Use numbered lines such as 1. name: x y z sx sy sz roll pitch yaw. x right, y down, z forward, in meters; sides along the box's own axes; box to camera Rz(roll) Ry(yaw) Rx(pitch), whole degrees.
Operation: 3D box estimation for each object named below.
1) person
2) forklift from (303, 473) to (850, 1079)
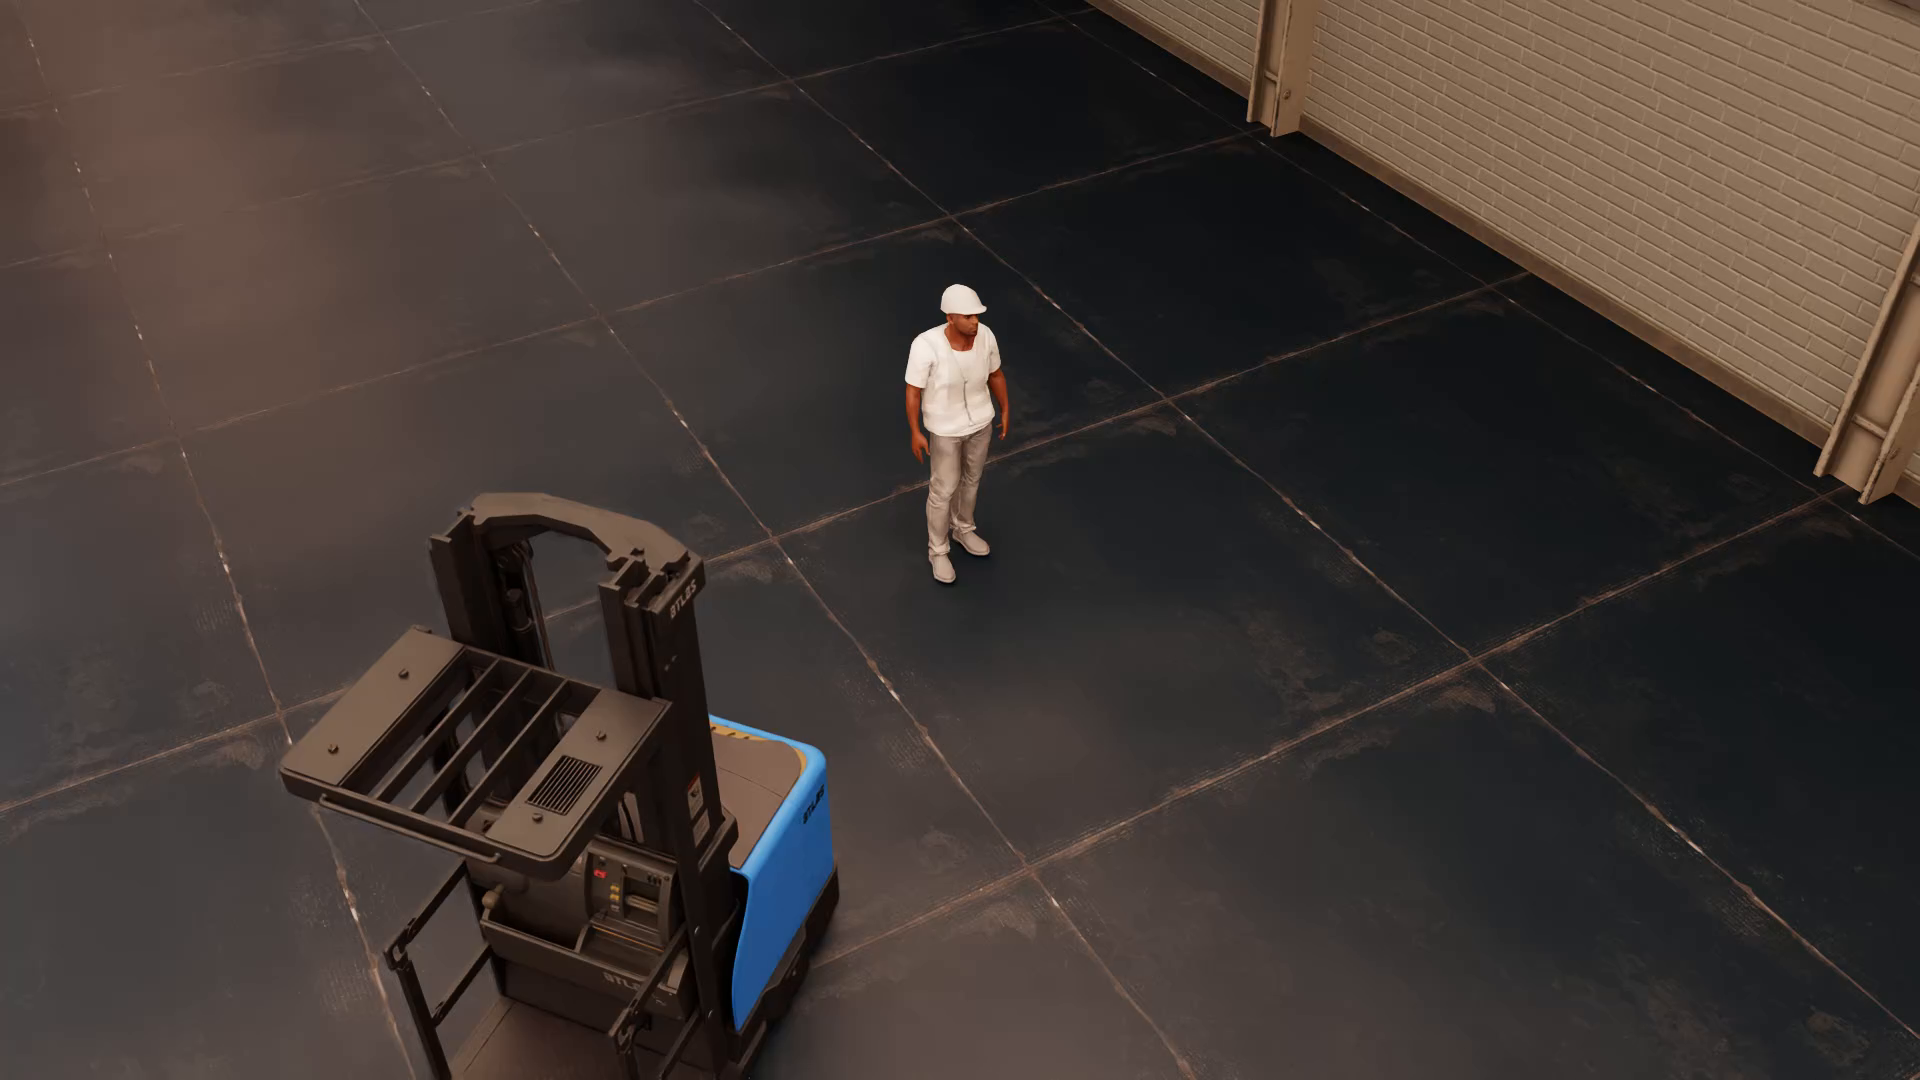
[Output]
1. person: 0.031 -0.644 9.715 0.665 1.767 0.574 -20 44 -23
2. forklift: -1.563 1.329 6.433 1.130 2.935 3.031 14 42 17
